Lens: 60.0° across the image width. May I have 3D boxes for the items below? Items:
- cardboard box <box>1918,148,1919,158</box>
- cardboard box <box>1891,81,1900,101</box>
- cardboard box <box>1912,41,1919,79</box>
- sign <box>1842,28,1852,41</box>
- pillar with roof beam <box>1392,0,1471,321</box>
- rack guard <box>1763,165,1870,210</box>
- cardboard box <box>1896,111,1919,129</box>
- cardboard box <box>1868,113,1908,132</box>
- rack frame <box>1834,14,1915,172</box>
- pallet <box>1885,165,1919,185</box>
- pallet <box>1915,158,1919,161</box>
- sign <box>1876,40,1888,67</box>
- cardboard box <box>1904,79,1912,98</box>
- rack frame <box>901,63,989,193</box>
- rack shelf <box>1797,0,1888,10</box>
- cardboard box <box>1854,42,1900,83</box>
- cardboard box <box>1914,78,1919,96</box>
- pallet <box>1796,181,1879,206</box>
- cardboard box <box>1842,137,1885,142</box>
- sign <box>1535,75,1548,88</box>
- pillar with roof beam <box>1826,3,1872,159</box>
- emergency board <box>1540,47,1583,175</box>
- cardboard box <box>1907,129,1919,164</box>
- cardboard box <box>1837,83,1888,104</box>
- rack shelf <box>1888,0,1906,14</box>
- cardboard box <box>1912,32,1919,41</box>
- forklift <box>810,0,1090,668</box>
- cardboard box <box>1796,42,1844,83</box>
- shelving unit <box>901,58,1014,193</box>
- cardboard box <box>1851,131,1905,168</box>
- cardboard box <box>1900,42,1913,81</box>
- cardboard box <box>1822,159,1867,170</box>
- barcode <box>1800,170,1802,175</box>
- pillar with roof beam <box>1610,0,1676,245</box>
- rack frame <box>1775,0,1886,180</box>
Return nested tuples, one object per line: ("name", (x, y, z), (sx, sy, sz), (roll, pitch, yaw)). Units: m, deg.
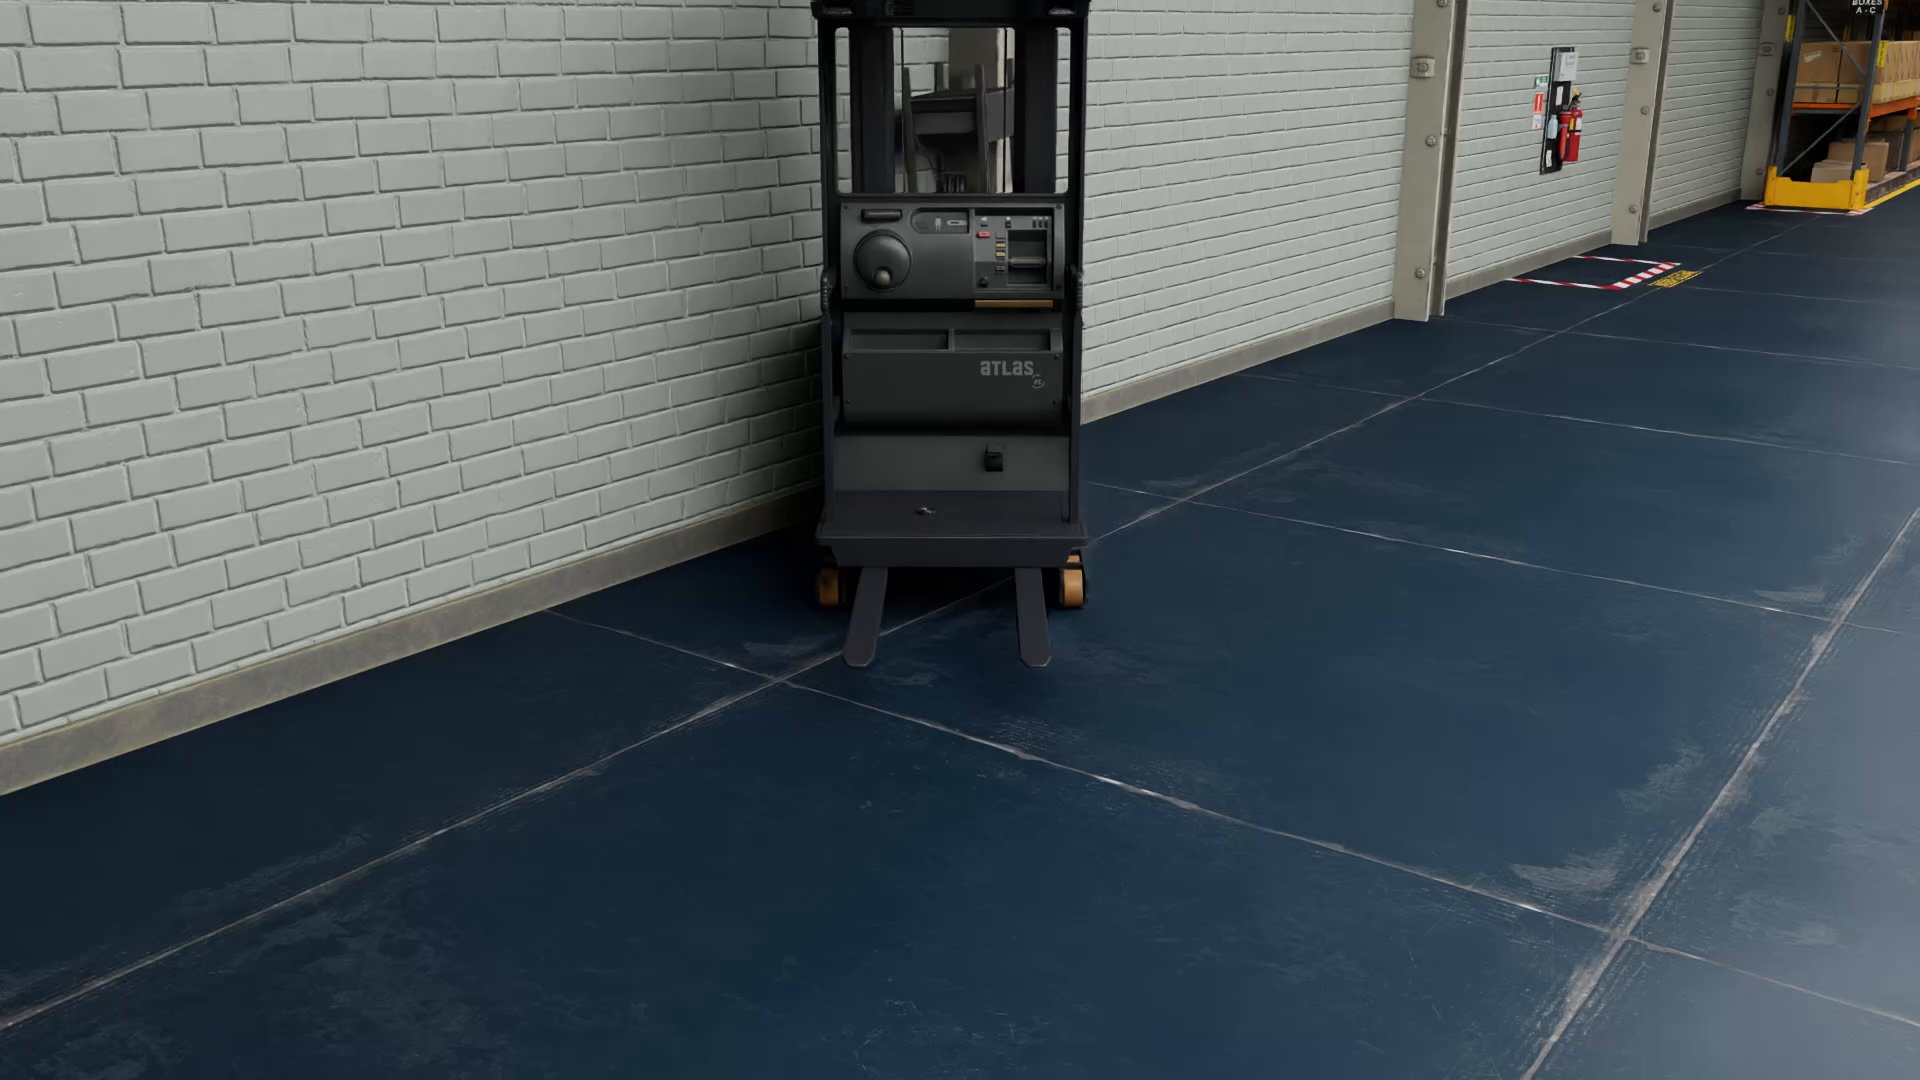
("cardboard box", (15.161, -6.449, 26.925), (0.700, 0.500, 0.500), (12, 21, 35))
("cardboard box", (12.333, -6.054, 22.401), (0.500, 0.250, 0.500), (12, 21, 34))
("cardboard box", (13.239, -6.772, 23.446), (0.500, 0.500, 0.500), (12, 21, 34))
("sign", (13.117, -7.413, 24.604), (0.100, 0.325, 0.005), (12, 21, 35))
("pillar with roof beam", (7.211, -5.376, 9.881), (9.100, 9.000, 0.400), (12, 21, 35))
("rack guard", (11.227, -4.634, 21.824), (1.175, 0.500, 0.348), (12, 21, 35))
("cardboard box", (14.869, -6.661, 26.344), (0.500, 0.250, 0.500), (12, 21, 34))
("cardboard box", (14.250, -6.421, 25.571), (0.500, 0.250, 0.500), (12, 21, 34))
("rack frame", (13.565, -6.763, 24.463), (1.000, 3.000, 0.127), (12, 21, 35))
("pallet", (14.027, -5.617, 25.474), (1.003, 0.211, 1.213), (12, 21, 35))
("pallet", (15.481, -6.198, 27.346), (1.003, 0.211, 1.213), (12, 21, 35))
("sign", (11.617, -6.127, 20.958), (0.100, 0.325, 0.005), (12, 21, 35))
("cardboard box", (12.935, -6.294, 23.174), (0.500, 0.250, 0.500), (12, 21, 34))
("rack frame", (-0.026, -1.217, 8.077), (0.400, 2.100, 0.015), (3, 19, 19))
("rack shelf", (12.373, -7.375, 22.591), (1.077, 0.370, 4.000), (12, 21, 35))
("cardboard box", (12.010, -6.282, 21.871), (0.500, 0.500, 0.500), (12, 21, 35))
("cardboard box", (13.526, -6.534, 23.946), (0.500, 0.250, 0.500), (12, 21, 35))
("pallet", (11.739, -4.684, 22.470), (1.003, 0.211, 1.213), (12, 21, 35))
("cardboard box", (12.978, -5.525, 23.949), (0.500, 0.500, 0.500), (11, 20, 31))
("sign", (5.423, -4.275, 15.498), (0.001, 0.109, 0.331), (12, 21, 35))
("pillar with roof beam", (17.936, -9.663, 23.686), (9.100, 9.000, 0.400), (12, 21, 35))
("emergency board", (5.826, -4.119, 15.948), (0.194, 1.169, 0.643), (12, 21, 35))
("cardboard box", (14.594, -6.204, 26.135), (0.700, 0.500, 0.500), (13, 21, 35))
("cardboard box", (11.727, -5.808, 21.608), (0.500, 0.250, 0.500), (12, 21, 33))
("rack shelf", (14.756, -8.328, 25.659), (1.077, 0.370, 4.000), (12, 21, 35))
("cardboard box", (15.587, -8.116, 26.817), (0.380, 0.149, 0.250), (9, 19, 26))
("forklift", (-0.031, -1.210, 6.698), (1.130, 2.935, 3.031), (0, 17, 1))
("cardboard box", (11.292, -6.256, 21.785), (0.500, 0.500, 0.500), (12, 21, 34))
("shelving unit", (0.054, -1.292, 8.295), (0.431, 2.100, 0.503), (3, 19, 19))
("cardboard box", (13.990, -5.957, 25.342), (0.700, 0.500, 0.500), (13, 22, 37))
("cardboard box", (12.621, -6.529, 22.667), (0.500, 0.500, 0.500), (13, 22, 36))
("cardboard box", (12.006, -5.021, 22.645), (0.500, 0.311, 0.500), (15, 22, 39))
("barcode", (11.355, -4.964, 22.448), (0.001, 0.075, 0.075), (12, 21, 35))
("pillar with roof beam", (10.786, -6.805, 14.483), (9.100, 9.000, 0.400), (12, 21, 35))
("rack frame", (11.181, -5.810, 21.395), (1.000, 3.000, 0.127), (12, 21, 35))
